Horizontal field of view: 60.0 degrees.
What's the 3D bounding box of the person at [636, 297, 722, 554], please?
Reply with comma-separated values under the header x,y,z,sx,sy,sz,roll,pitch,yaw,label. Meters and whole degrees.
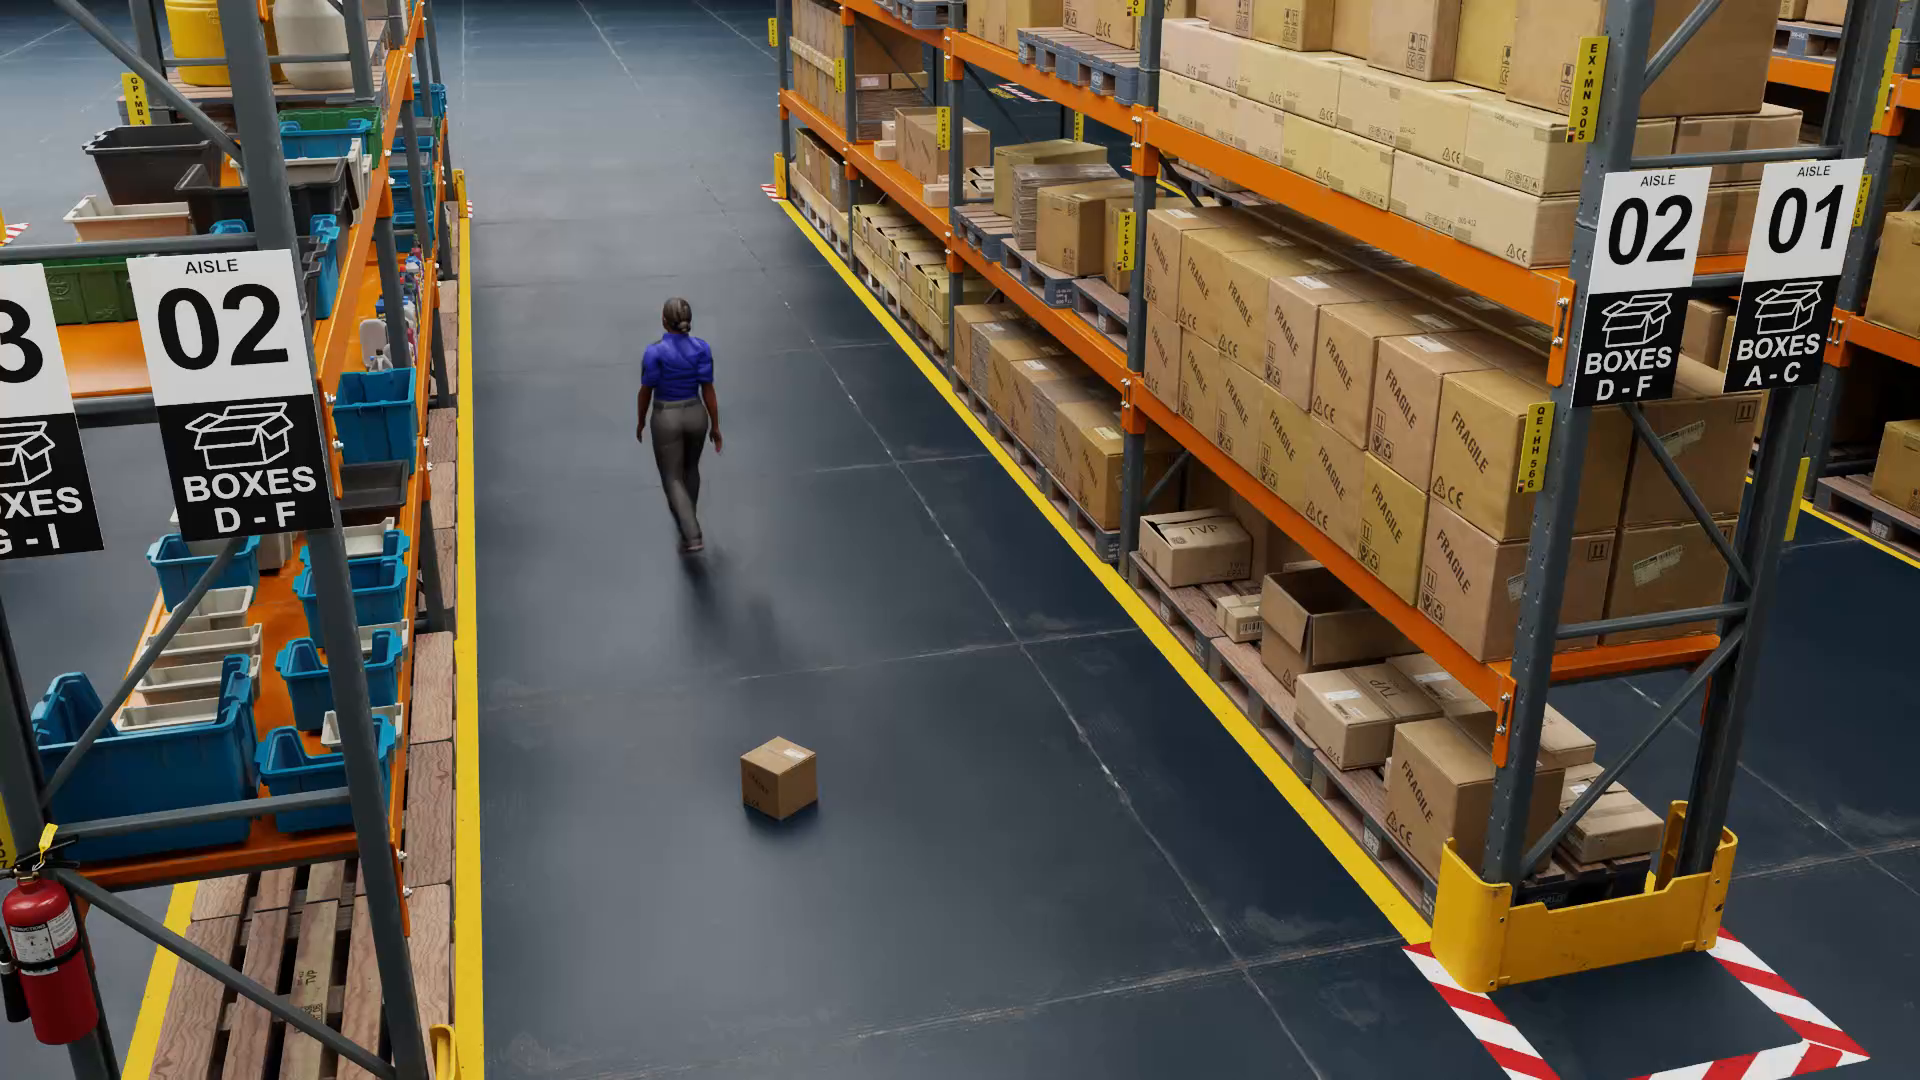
x,y,z,sx,sy,sz,roll,pitch,yaw,label
-1.750,-0.731,10.315,0.470,1.607,0.947,-12,26,-25,person
